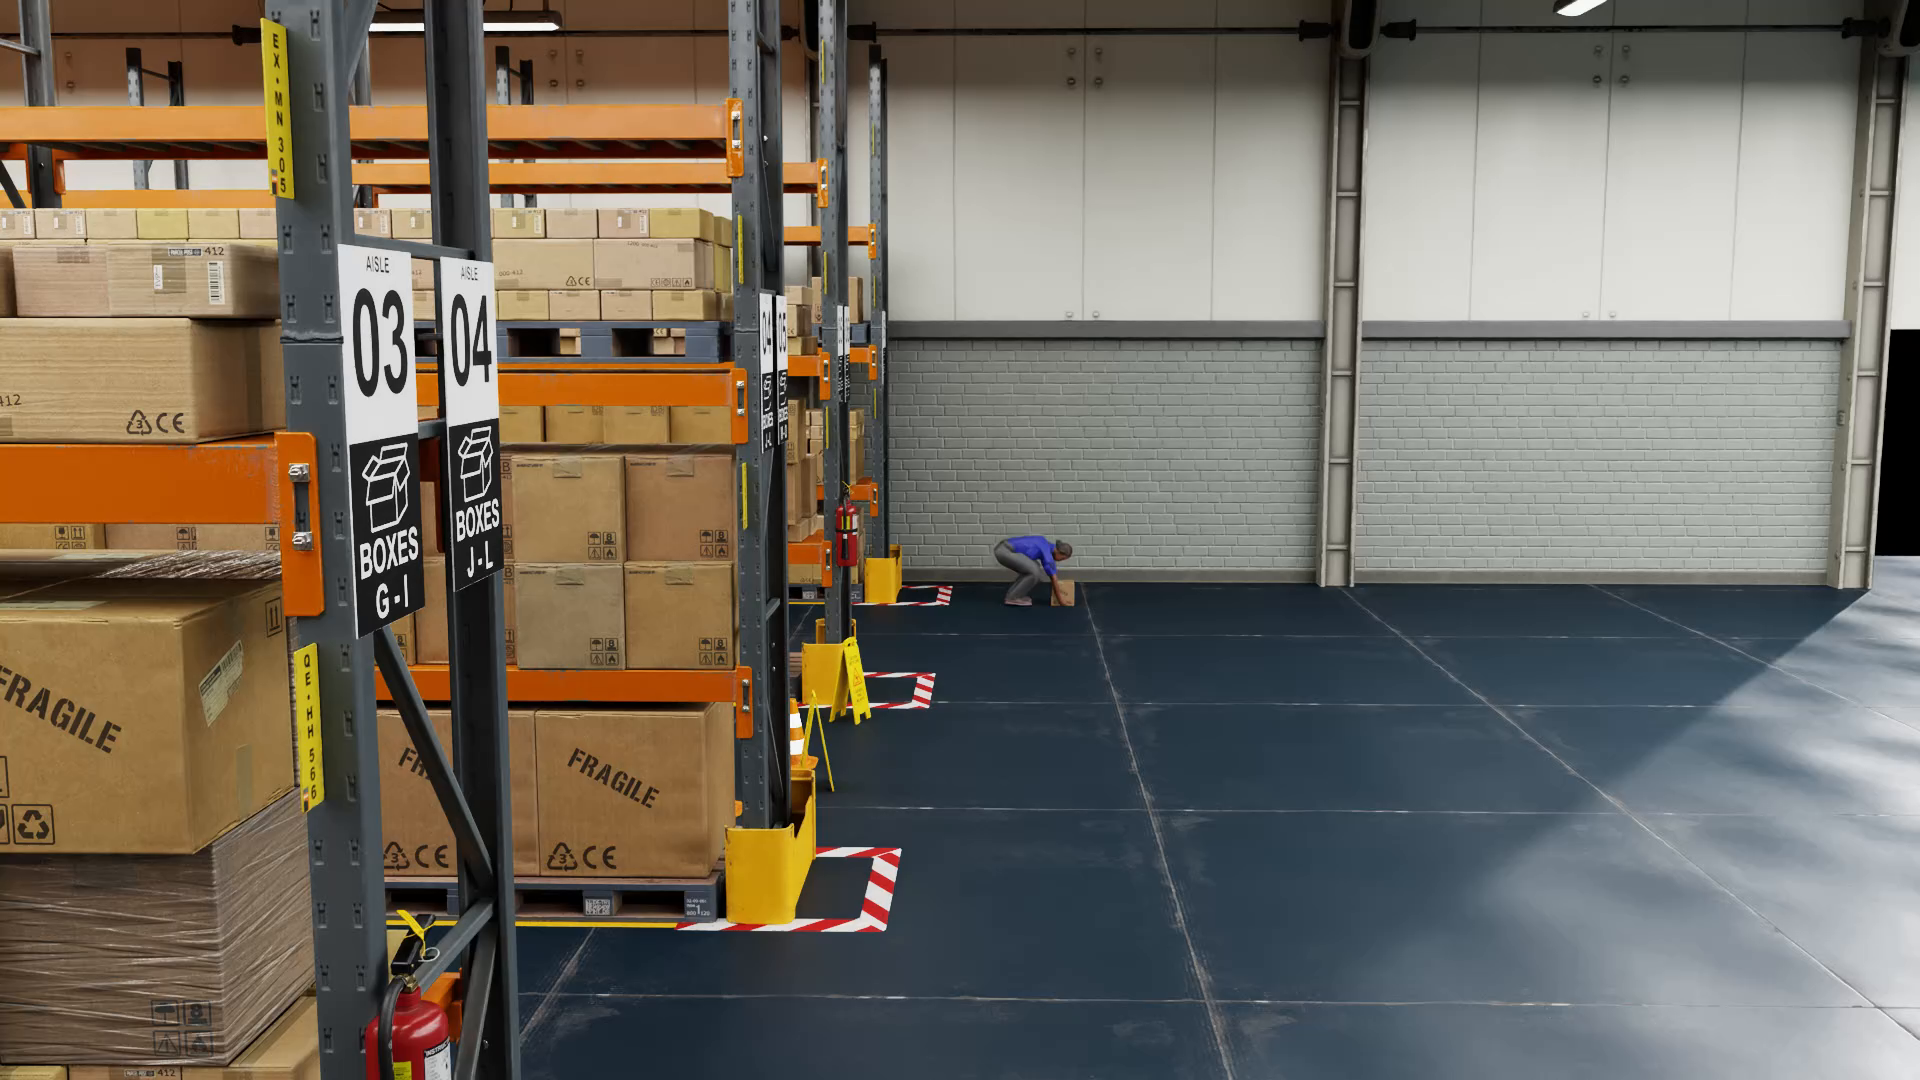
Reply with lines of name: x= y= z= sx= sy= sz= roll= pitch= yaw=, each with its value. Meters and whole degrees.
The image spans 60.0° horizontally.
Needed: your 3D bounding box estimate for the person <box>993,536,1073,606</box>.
person: x=0.800 y=0.342 z=18.274 sx=0.873 sy=0.775 sz=0.468 roll=0 pitch=7 yaw=-1
